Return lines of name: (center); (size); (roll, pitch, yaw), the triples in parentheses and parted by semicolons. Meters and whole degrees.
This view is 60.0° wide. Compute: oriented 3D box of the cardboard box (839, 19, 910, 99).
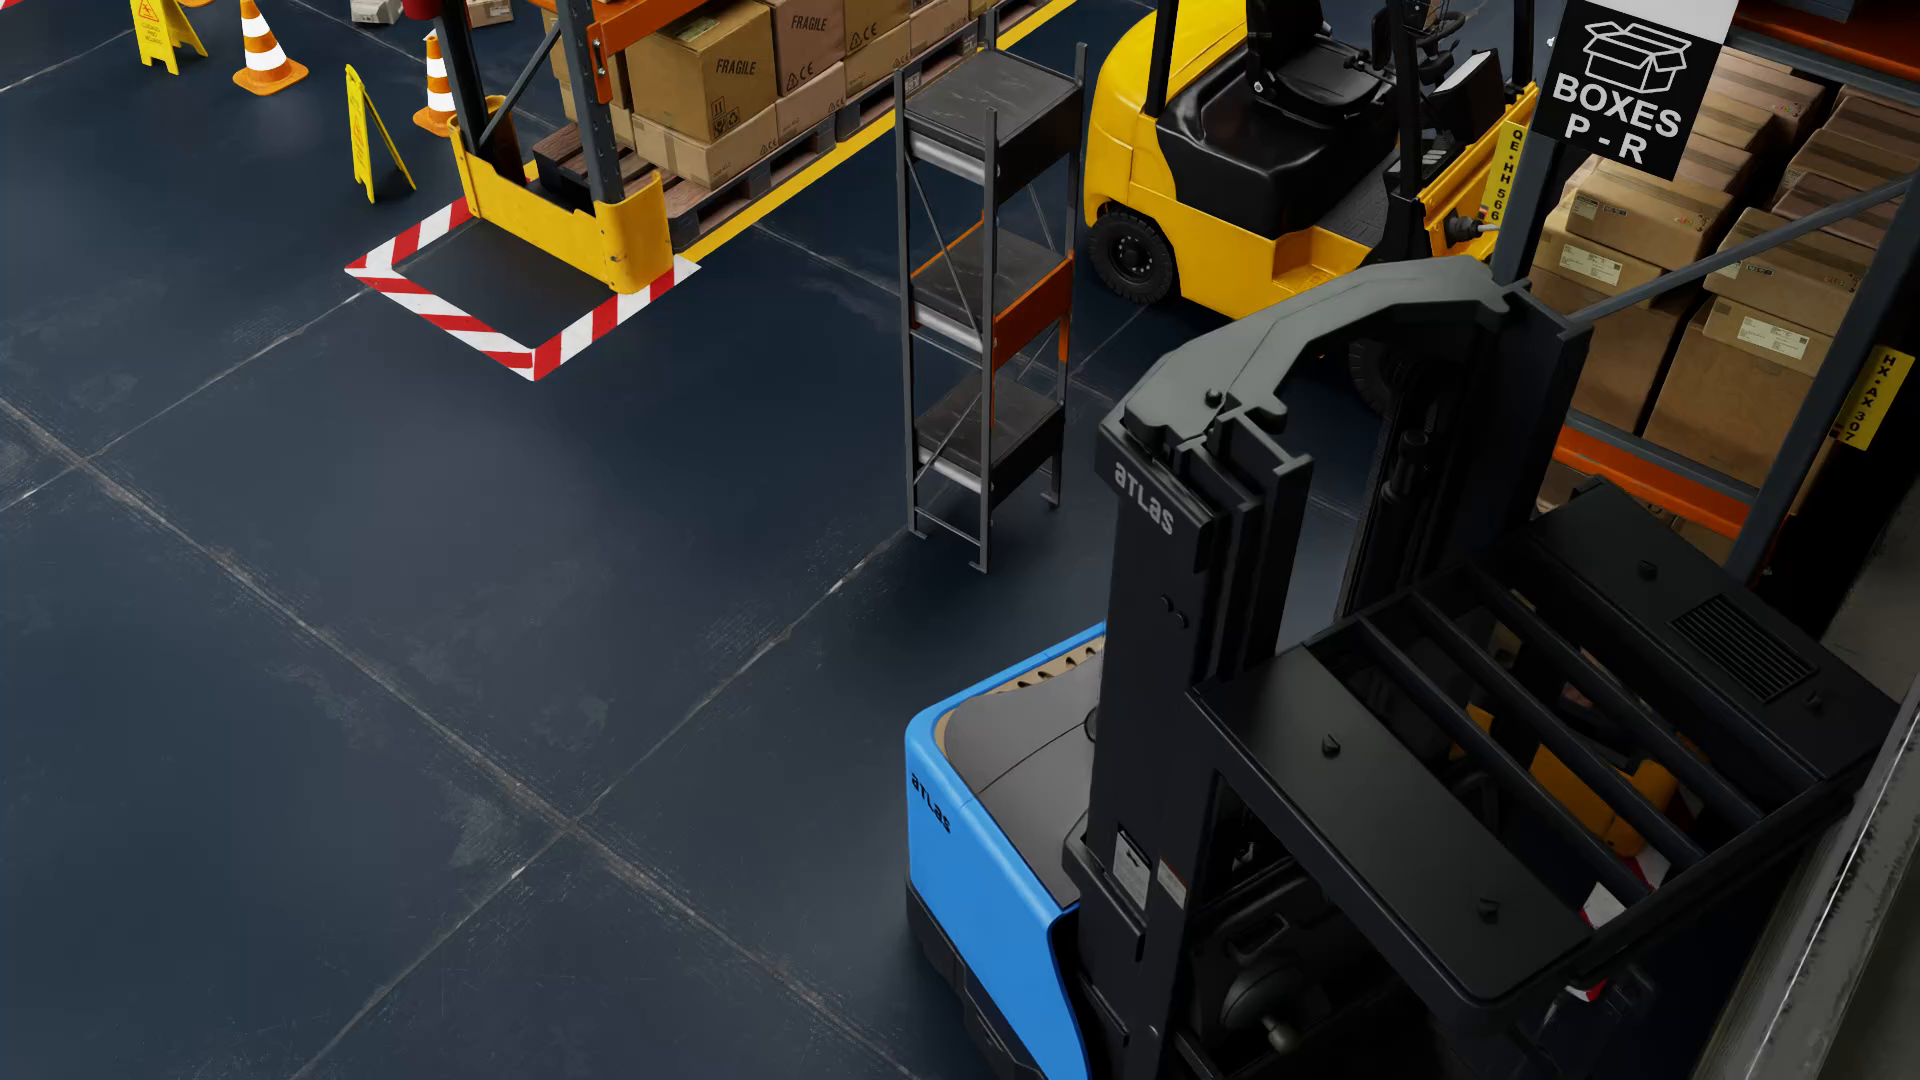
cardboard box: (-0.613, -2.631, 8.800); (0.500, 0.250, 0.500); (33, 54, 27)

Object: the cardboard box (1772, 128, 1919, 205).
cardboard box: (2.675, -1.048, 4.954); (0.380, 0.149, 0.250); (30, 53, 26)

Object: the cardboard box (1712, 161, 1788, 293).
cardboard box: (2.381, -1.022, 5.583); (0.500, 0.500, 0.500); (31, 54, 26)

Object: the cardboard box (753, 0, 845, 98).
cardboard box: (-0.924, -2.598, 8.250); (0.500, 0.500, 0.500); (27, 52, 24)

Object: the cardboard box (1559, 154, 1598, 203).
cardboard box: (2.086, -1.037, 5.149); (0.380, 0.149, 0.250); (30, 53, 26)

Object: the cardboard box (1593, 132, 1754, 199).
cardboard box: (2.142, -1.111, 5.014); (0.380, 0.149, 0.250); (29, 53, 25)

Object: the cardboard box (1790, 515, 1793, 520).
cardboard box: (3.050, -0.259, 6.534); (0.500, 0.250, 0.500); (29, 53, 25)

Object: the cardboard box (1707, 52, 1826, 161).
cardboard box: (2.492, -1.383, 5.273); (0.380, 0.149, 0.250); (30, 53, 25)

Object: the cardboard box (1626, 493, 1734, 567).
cardboard box: (2.407, -0.029, 5.623); (0.500, 0.250, 0.500); (28, 53, 24)

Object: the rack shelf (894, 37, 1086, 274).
rack shelf: (0.101, -1.294, 5.585); (0.431, 0.518, 0.480); (29, 53, 25)

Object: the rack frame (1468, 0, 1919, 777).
rack frame: (1.963, -0.297, 4.959); (1.000, 3.000, 0.127); (29, 53, 25)

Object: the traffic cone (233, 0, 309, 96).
traffic cone: (-3.811, -2.726, 9.034); (0.336, 0.463, 0.334); (29, 53, 25)

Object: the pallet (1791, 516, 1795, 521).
pallet: (3.144, -0.485, 7.067); (1.003, 0.211, 1.213); (29, 53, 25)

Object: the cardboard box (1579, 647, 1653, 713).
cardboard box: (2.418, 0.313, 5.988); (0.500, 0.250, 0.500); (29, 53, 25)

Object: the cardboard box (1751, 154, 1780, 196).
cardboard box: (2.454, -1.296, 5.395); (0.380, 0.149, 0.250); (29, 53, 25)

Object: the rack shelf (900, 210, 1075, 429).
rack shelf: (0.101, -0.811, 6.091); (0.431, 0.518, 0.480); (29, 53, 25)

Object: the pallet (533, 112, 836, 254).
pallet: (-1.396, -2.019, 8.533); (1.003, 0.211, 1.213); (29, 53, 25)

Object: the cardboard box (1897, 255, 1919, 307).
cardboard box: (2.787, -0.800, 5.371); (0.500, 0.500, 0.500); (31, 54, 26)

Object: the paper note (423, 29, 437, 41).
paper note: (-2.964, -2.885, 9.485); (0.148, 0.019, 0.142); (13, 48, 12)

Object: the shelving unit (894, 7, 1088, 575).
shelving unit: (0.101, -0.820, 6.081); (0.431, 2.100, 0.503); (29, 53, 25)

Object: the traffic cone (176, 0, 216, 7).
traffic cone: (-4.497, -3.420, 9.697); (0.336, 0.463, 0.334); (29, 53, 25)

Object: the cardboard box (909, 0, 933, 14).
cardboard box: (-0.291, -3.191, 8.816); (0.500, 0.500, 0.500); (32, 54, 27)

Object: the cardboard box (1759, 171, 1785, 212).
cardboard box: (2.637, -0.947, 5.062); (0.380, 0.149, 0.250); (28, 53, 24)

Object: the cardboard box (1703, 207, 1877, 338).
cardboard box: (2.338, -0.756, 4.675); (0.380, 0.149, 0.250); (28, 53, 24)

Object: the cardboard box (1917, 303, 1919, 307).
cardboard box: (3.974, -1.282, 7.166); (0.500, 0.250, 0.500); (30, 53, 26)

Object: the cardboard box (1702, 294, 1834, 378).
cardboard box: (2.376, -0.635, 4.765); (0.380, 0.149, 0.250); (28, 52, 24)

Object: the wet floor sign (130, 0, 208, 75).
wet floor sign: (-4.396, -2.915, 9.088); (0.267, 0.644, 0.232); (21, 50, 19)

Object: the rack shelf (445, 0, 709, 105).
rack shelf: (-0.744, -3.385, 8.407); (1.077, 0.370, 4.000); (29, 53, 25)

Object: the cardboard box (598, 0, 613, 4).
cardboard box: (-1.595, -2.505, 7.243); (0.380, 0.149, 0.250); (29, 53, 25)

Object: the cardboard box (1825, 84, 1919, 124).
cardboard box: (2.979, -1.345, 5.237); (0.380, 0.149, 0.250); (31, 54, 26)

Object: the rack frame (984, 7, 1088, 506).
rack frame: (0.250, -0.960, 6.215); (0.400, 2.100, 0.015); (29, 53, 25)

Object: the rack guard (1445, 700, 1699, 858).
rack guard: (1.949, 0.580, 5.850); (1.175, 0.500, 0.348); (29, 53, 25)

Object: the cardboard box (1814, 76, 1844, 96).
cardboard box: (2.943, -1.726, 5.806); (0.380, 0.149, 0.250); (29, 53, 25)

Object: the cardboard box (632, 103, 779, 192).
cardboard box: (-1.255, -2.024, 8.220); (0.500, 0.250, 0.500); (29, 53, 25)

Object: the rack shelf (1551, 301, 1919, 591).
rack shelf: (3.186, -1.193, 6.313); (1.077, 0.370, 4.000); (29, 53, 25)

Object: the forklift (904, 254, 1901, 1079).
forklift: (1.031, 0.966, 3.800); (1.130, 2.935, 3.031); (-24, 51, -22)

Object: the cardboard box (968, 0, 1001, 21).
cardboard box: (0.012, -3.207, 9.350); (0.500, 0.250, 0.500); (28, 52, 24)

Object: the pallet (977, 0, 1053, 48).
pallet: (0.096, -3.415, 9.866); (1.003, 0.211, 1.213); (29, 53, 25)

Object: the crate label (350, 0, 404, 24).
crate label: (-3.379, -3.090, 9.607); (0.250, 0.136, 0.298); (6, 47, 5)

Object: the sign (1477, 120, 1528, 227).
sign: (1.543, -1.027, 4.692); (0.100, 0.325, 0.005); (29, 53, 25)
